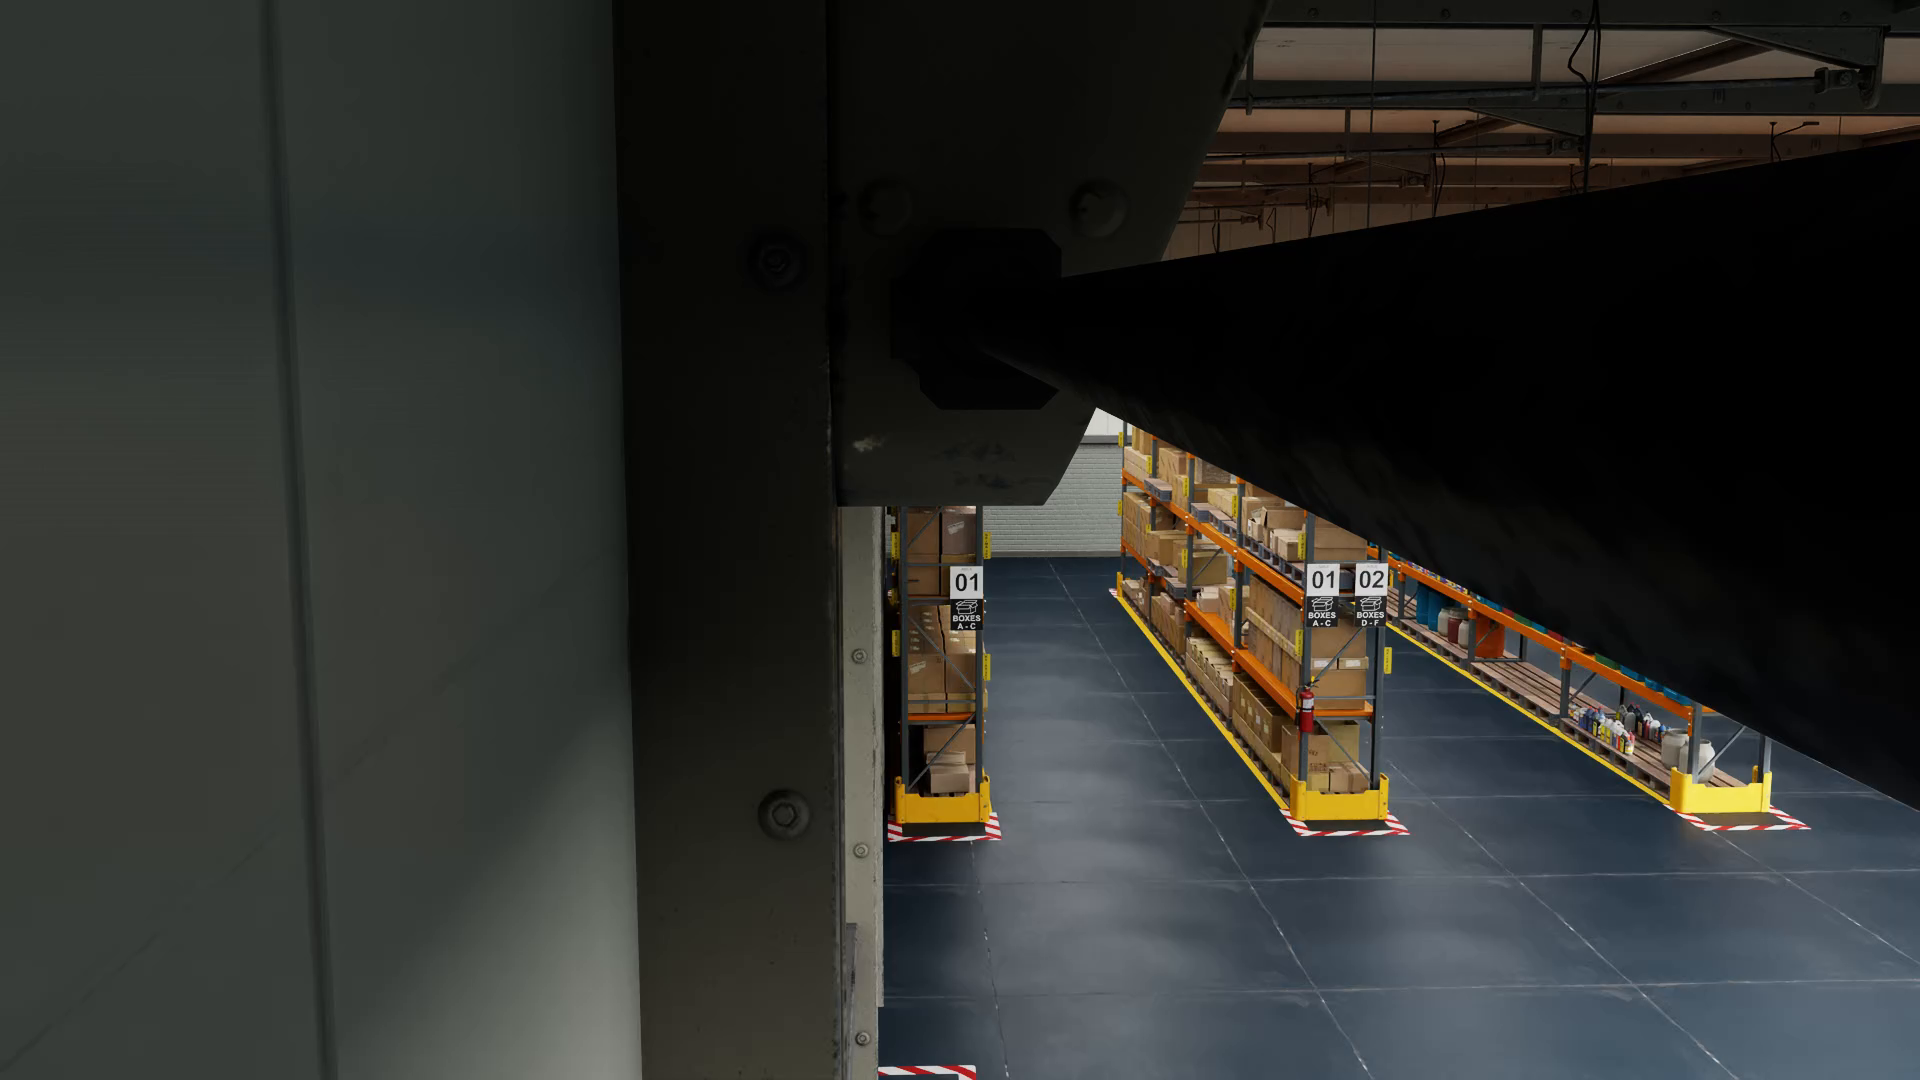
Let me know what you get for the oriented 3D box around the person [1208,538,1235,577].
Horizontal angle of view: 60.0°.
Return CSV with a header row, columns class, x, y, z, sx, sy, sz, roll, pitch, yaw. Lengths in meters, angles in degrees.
class,x,y,z,sx,sy,sz,roll,pitch,yaw
person,5.756,0.422,35.865,0.674,1.791,0.766,-2,8,-14
